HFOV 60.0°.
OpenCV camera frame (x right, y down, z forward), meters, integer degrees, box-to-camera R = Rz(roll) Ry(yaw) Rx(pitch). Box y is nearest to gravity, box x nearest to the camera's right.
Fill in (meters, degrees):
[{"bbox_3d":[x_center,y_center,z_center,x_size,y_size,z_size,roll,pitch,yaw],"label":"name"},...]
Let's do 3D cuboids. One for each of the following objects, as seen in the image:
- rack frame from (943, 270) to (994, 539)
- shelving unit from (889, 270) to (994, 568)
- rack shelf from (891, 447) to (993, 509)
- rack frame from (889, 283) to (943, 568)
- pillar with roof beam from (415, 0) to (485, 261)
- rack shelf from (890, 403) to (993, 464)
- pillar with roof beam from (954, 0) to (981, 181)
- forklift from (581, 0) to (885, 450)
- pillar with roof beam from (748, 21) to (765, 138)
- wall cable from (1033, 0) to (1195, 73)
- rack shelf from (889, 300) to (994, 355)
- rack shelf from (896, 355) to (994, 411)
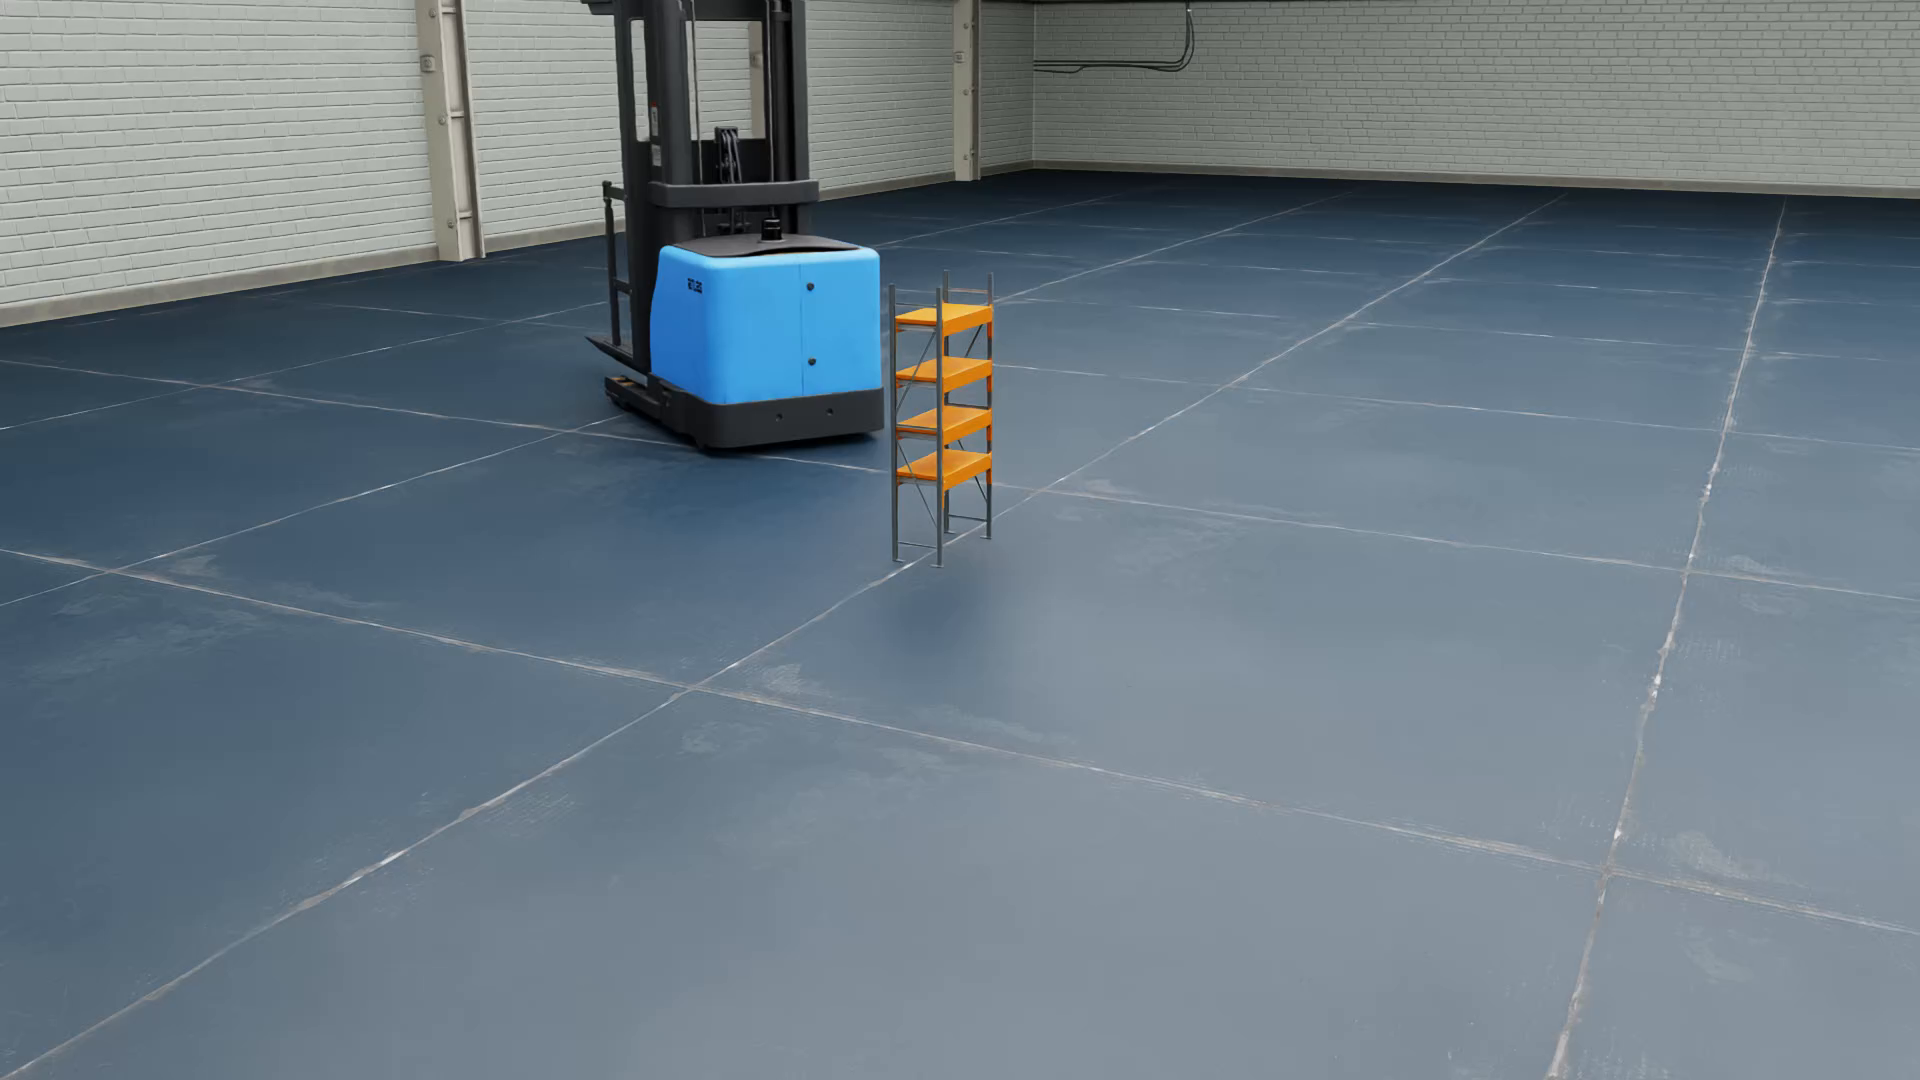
[{"bbox_3d":[0.035,-0.595,7.421,0.240,1.200,0.015,8,18,25],"label":"rack frame"},{"bbox_3d":[-0.074,-0.533,7.212,0.258,1.200,0.503,8,18,25],"label":"shelving unit"},{"bbox_3d":[-0.074,-0.278,7.287,0.258,0.148,0.480,8,18,25],"label":"rack shelf"},{"bbox_3d":[-0.183,-0.471,7.002,0.240,1.200,0.015,8,18,25],"label":"rack frame"},{"bbox_3d":[-1.391,-6.727,14.369,9.100,9.000,0.400,8,18,25],"label":"pillar with roof beam"},{"bbox_3d":[-0.074,-0.469,7.231,0.258,0.148,0.480,8,18,25],"label":"rack shelf"},{"bbox_3d":[3.971,-9.784,24.660,9.100,9.000,0.400,8,18,25],"label":"pillar with roof beam"},{"bbox_3d":[-1.569,-2.268,10.013,1.130,2.935,3.031,-9,19,-27],"label":"forklift"},{"bbox_3d":[1.290,-8.256,19.515,9.100,9.000,0.400,8,18,25],"label":"pillar with roof beam"},{"bbox_3d":[2.619,-9.425,28.906,3.097,2.526,0.112,8,18,25],"label":"wall cable"},{"bbox_3d":[-0.074,-0.910,7.100,0.258,0.148,0.480,8,18,25],"label":"rack shelf"},{"bbox_3d":[-0.074,-0.683,7.167,0.258,0.148,0.480,8,18,25],"label":"rack shelf"}]
